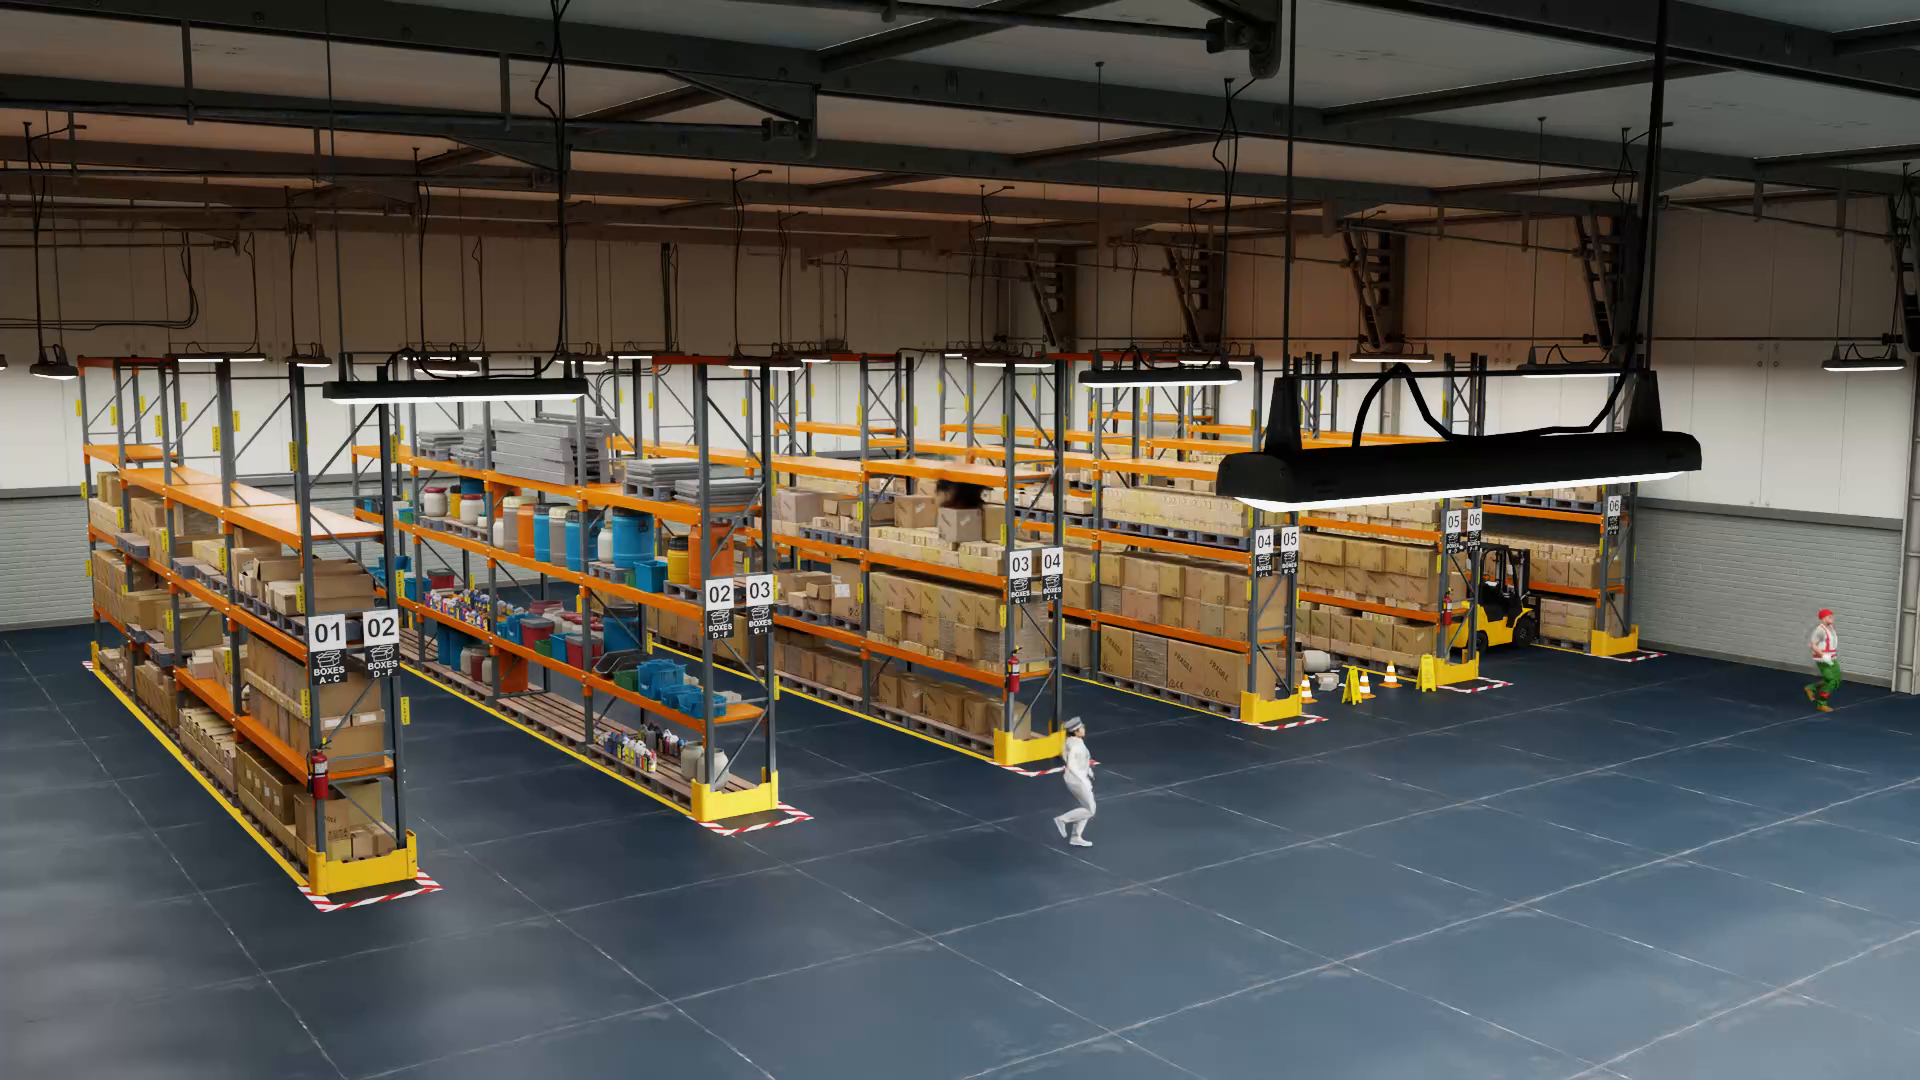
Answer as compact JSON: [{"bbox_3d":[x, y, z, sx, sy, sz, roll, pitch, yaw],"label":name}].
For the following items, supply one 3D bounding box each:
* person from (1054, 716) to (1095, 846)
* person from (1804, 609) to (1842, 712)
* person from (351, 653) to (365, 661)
[{"bbox_3d":[1.425,3.015,20.751,0.551,1.659,0.624,-1,7,-8],"label":"person"},{"bbox_3d":[14.713,2.037,28.357,0.654,1.748,0.563,-6,9,-39],"label":"person"},{"bbox_3d":[-9.943,2.129,27.569,0.650,1.797,1.144,-6,9,-40],"label":"person"}]
